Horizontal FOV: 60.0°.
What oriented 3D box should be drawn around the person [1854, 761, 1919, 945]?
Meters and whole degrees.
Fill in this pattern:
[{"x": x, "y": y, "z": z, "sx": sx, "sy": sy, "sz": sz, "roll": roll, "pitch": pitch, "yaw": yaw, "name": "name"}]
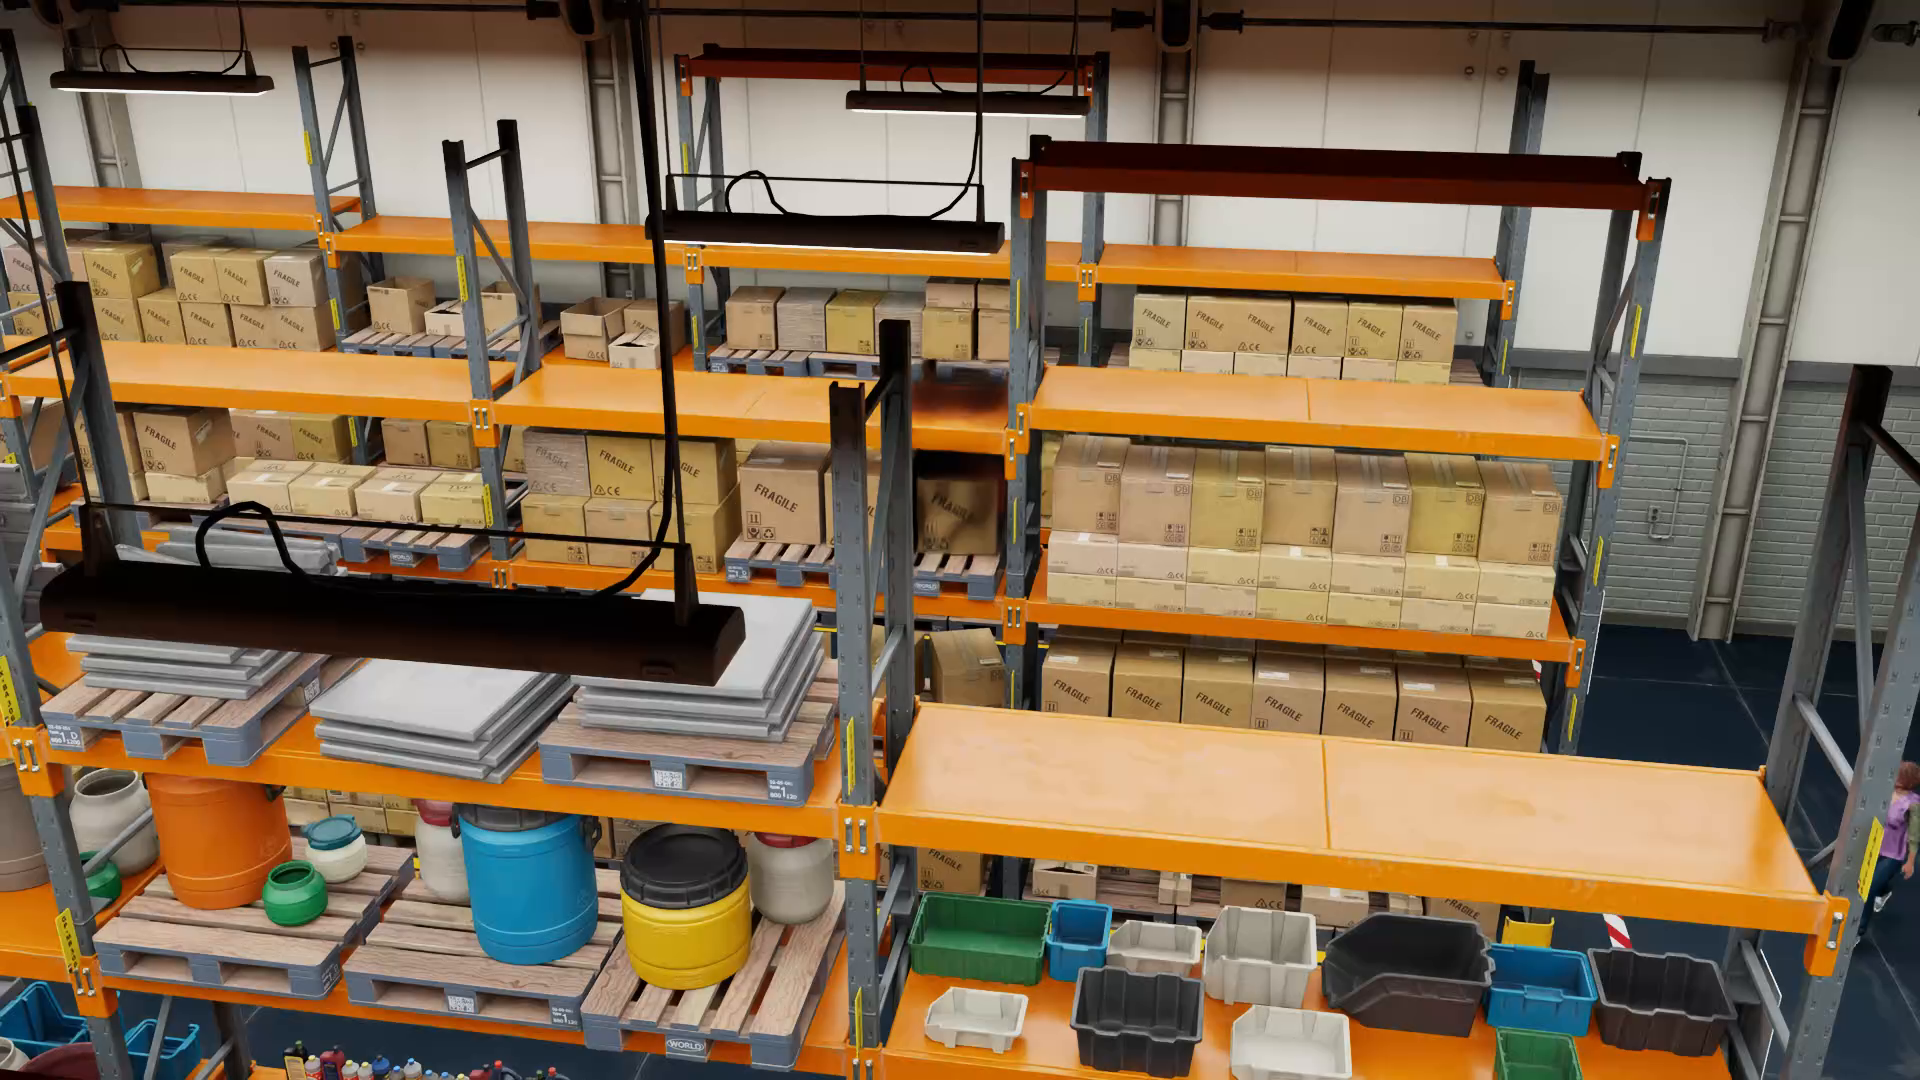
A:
[{"x": 7.123, "y": 2.369, "z": 12.785, "sx": 0.804, "sy": 1.534, "sz": 0.480, "roll": -12, "pitch": 26, "yaw": -27, "name": "person"}]
